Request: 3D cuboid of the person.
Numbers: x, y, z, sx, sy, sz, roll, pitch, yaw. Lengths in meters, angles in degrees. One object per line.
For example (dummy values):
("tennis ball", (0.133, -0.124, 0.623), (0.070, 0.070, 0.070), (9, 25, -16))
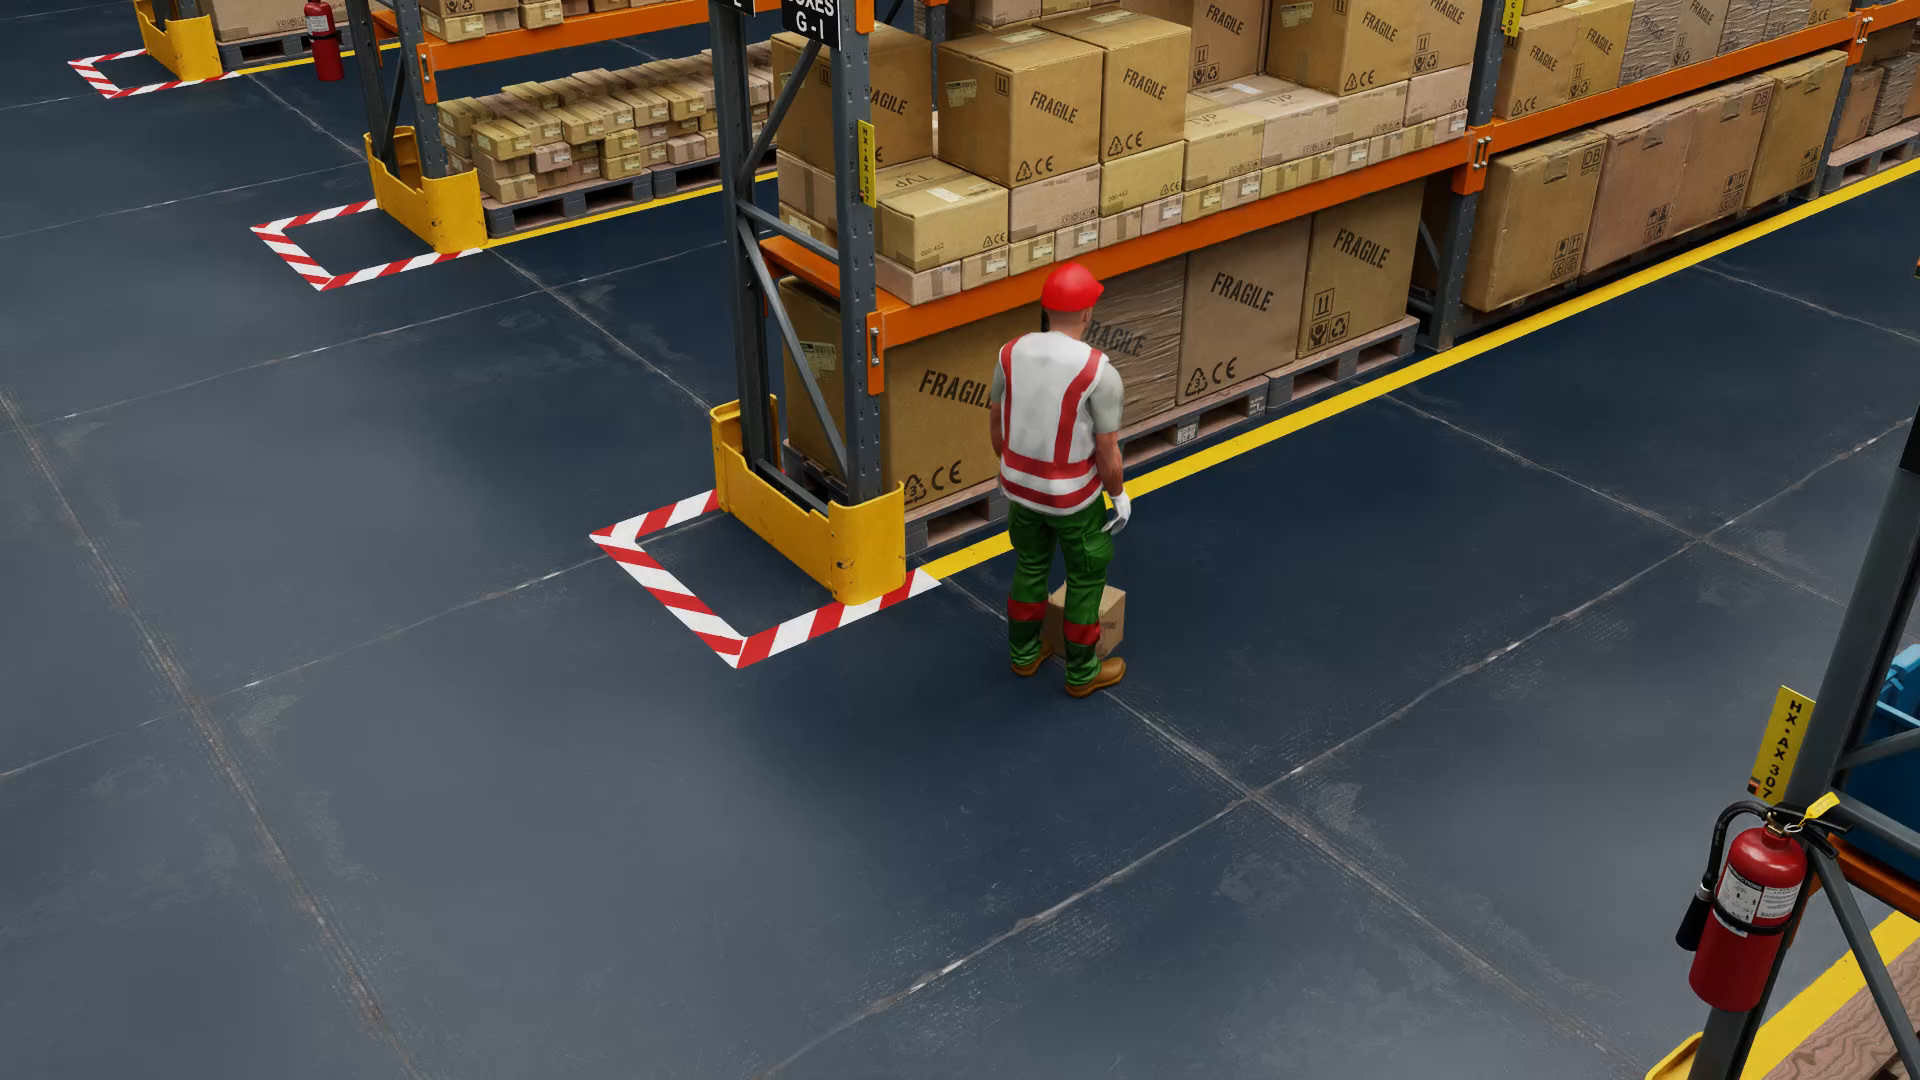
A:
("person", (0.394, -0.209, 6.458), (0.581, 1.778, 0.447), (20, 37, 29))
